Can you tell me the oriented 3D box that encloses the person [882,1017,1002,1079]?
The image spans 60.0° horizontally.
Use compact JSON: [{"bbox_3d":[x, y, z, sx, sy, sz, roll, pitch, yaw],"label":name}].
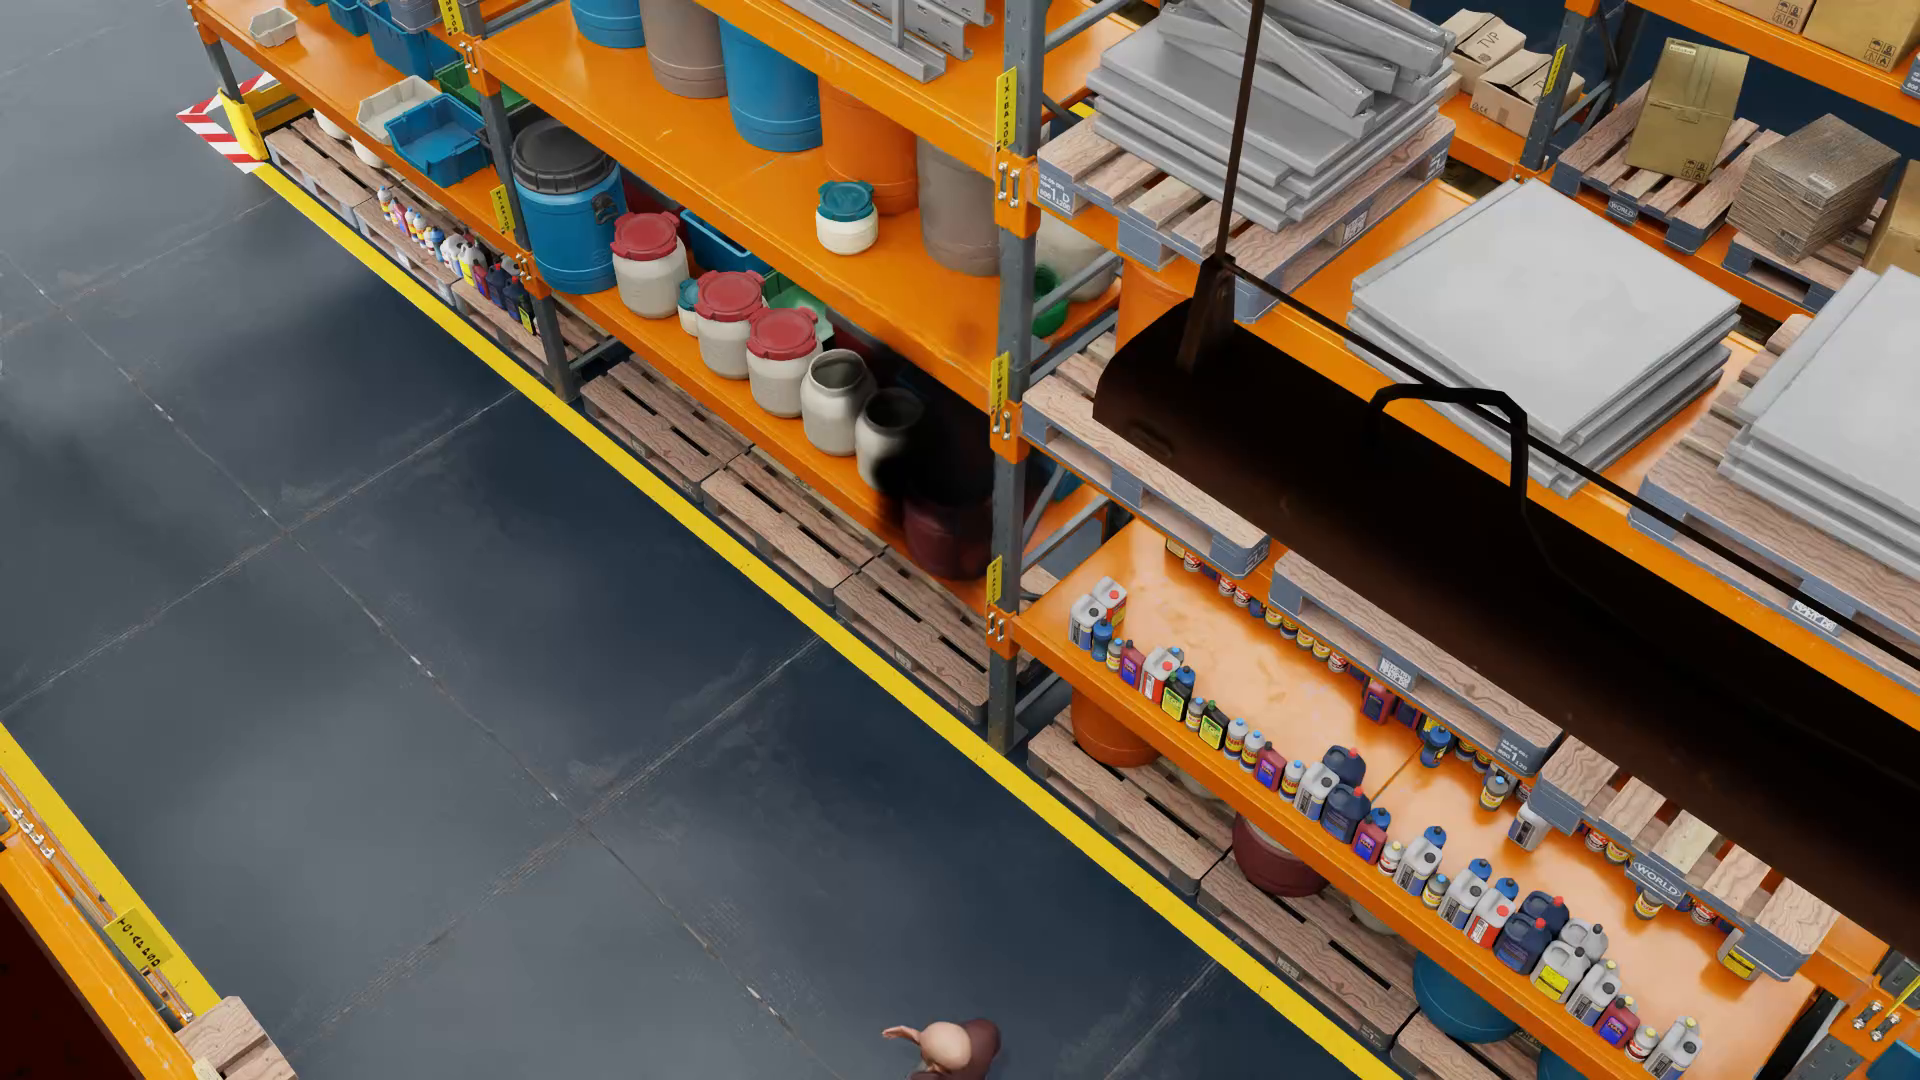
[{"bbox_3d":[-0.006,2.464,6.998,0.966,1.668,0.697,28,56,22],"label":"person"}]
